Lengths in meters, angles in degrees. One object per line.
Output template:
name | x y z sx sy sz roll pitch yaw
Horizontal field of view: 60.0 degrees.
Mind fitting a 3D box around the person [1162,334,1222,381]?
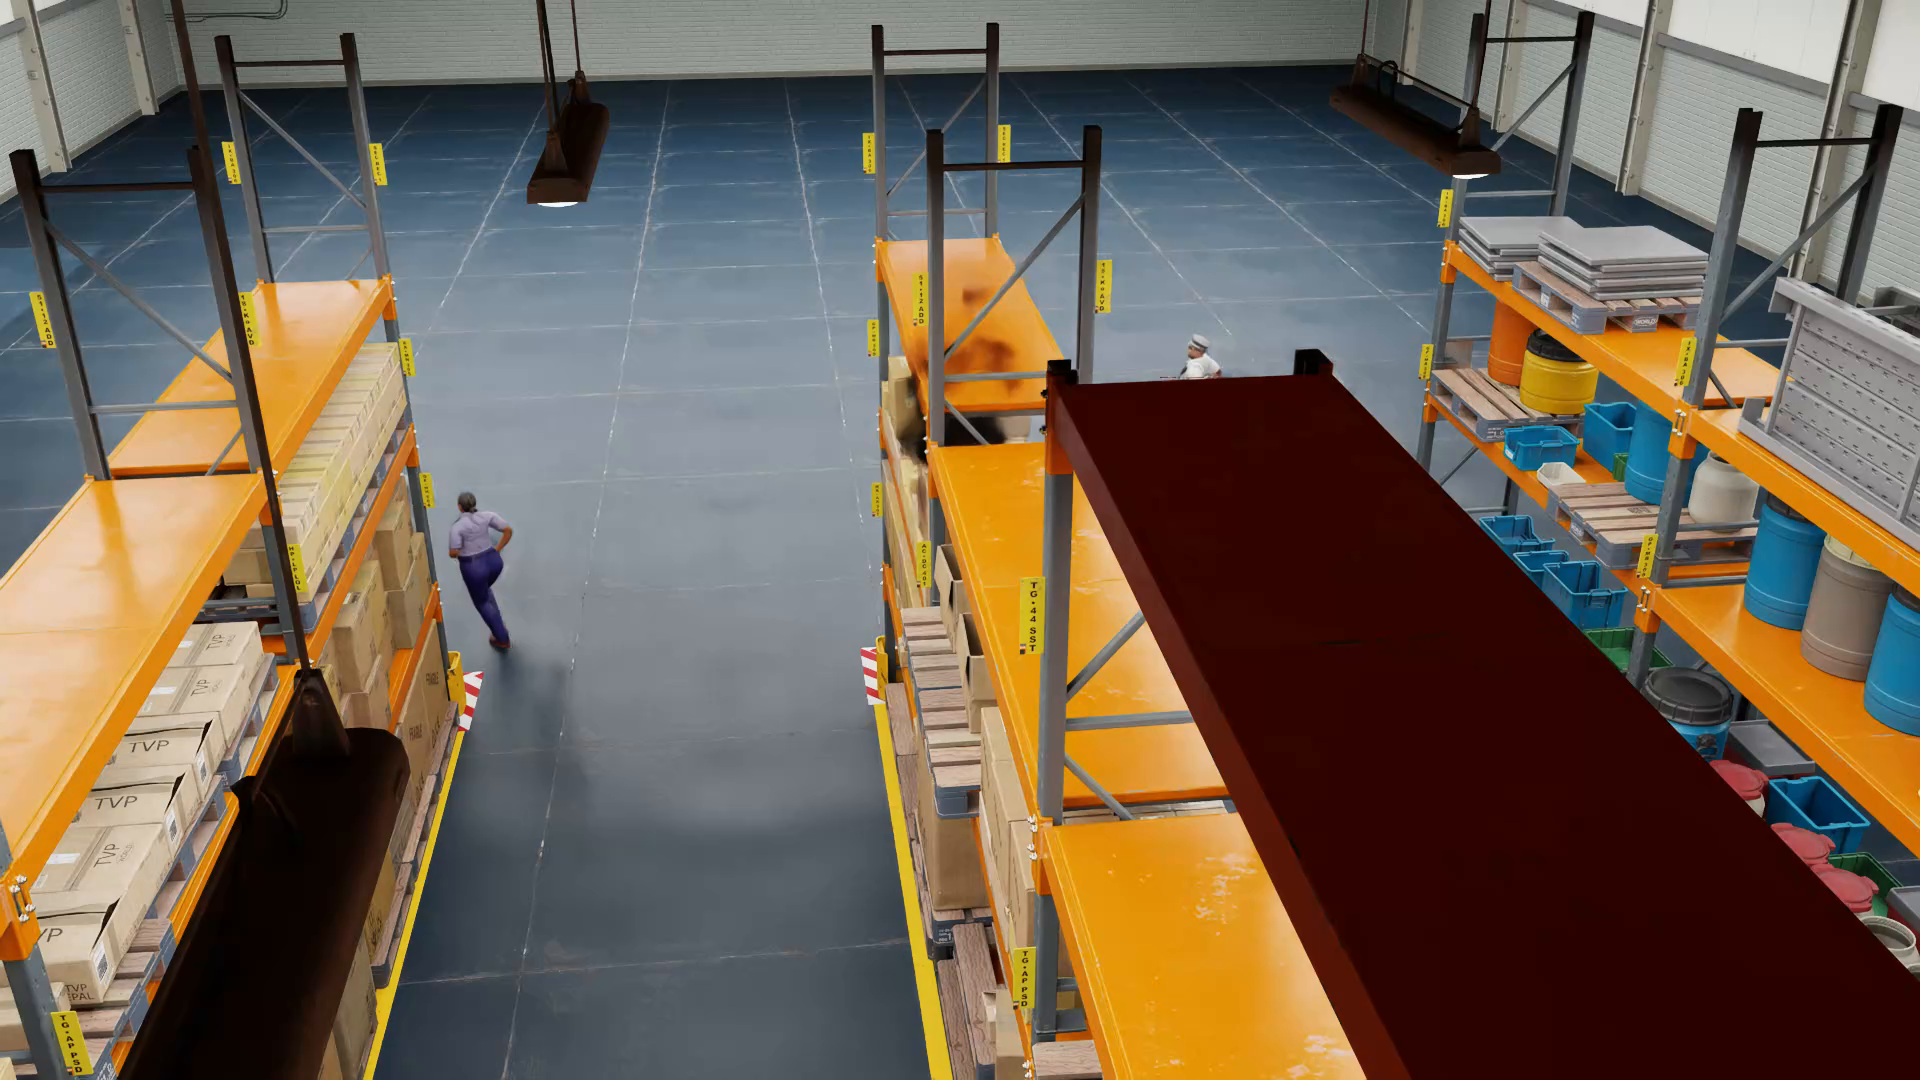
person | 2.754 -1.559 19.748 0.754 1.850 0.631 5 26 10

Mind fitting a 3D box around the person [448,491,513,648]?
person | -4.631 0.304 16.036 0.615 1.696 0.588 18 31 33
